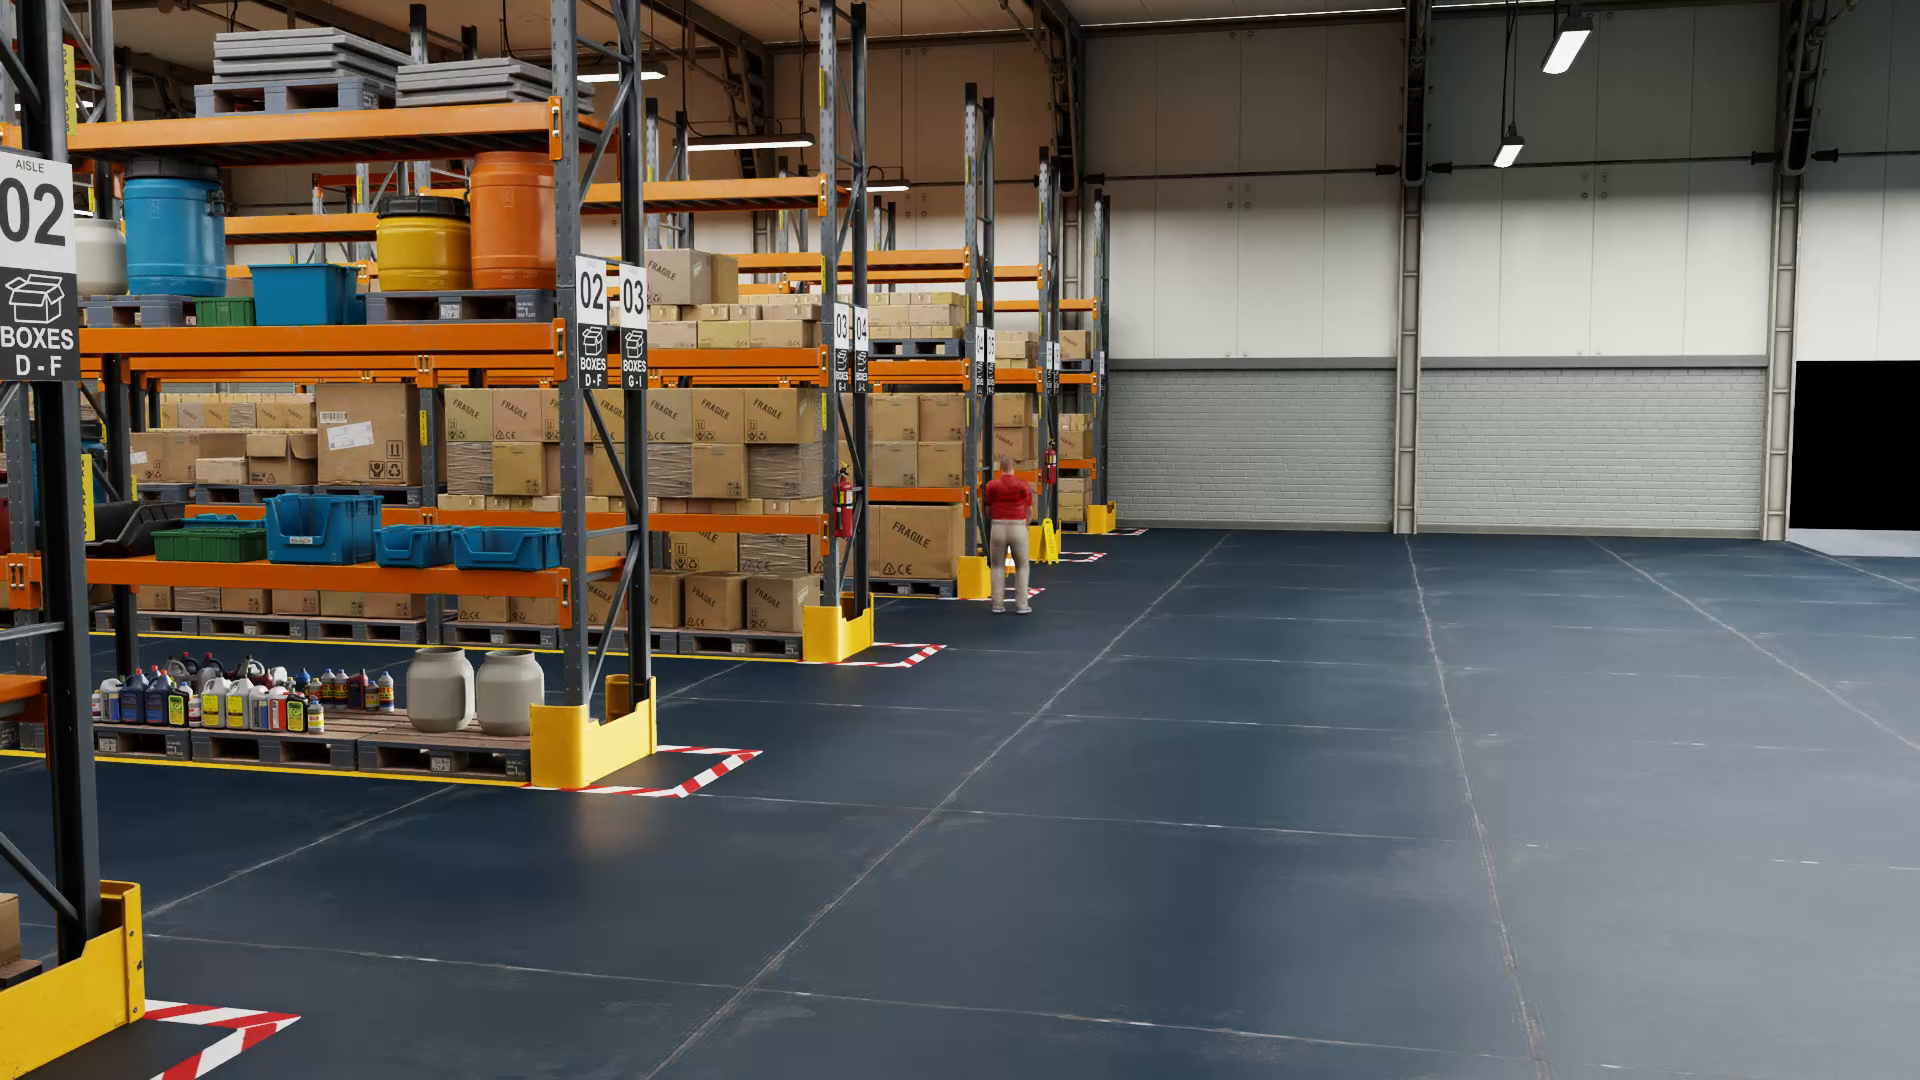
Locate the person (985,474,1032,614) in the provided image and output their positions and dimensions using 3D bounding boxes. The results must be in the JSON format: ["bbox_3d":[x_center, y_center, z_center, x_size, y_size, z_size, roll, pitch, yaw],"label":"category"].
[{"bbox_3d":[0.539,0.039,18.297,0.521,1.533,0.387,1,5,13],"label":"person"}]
